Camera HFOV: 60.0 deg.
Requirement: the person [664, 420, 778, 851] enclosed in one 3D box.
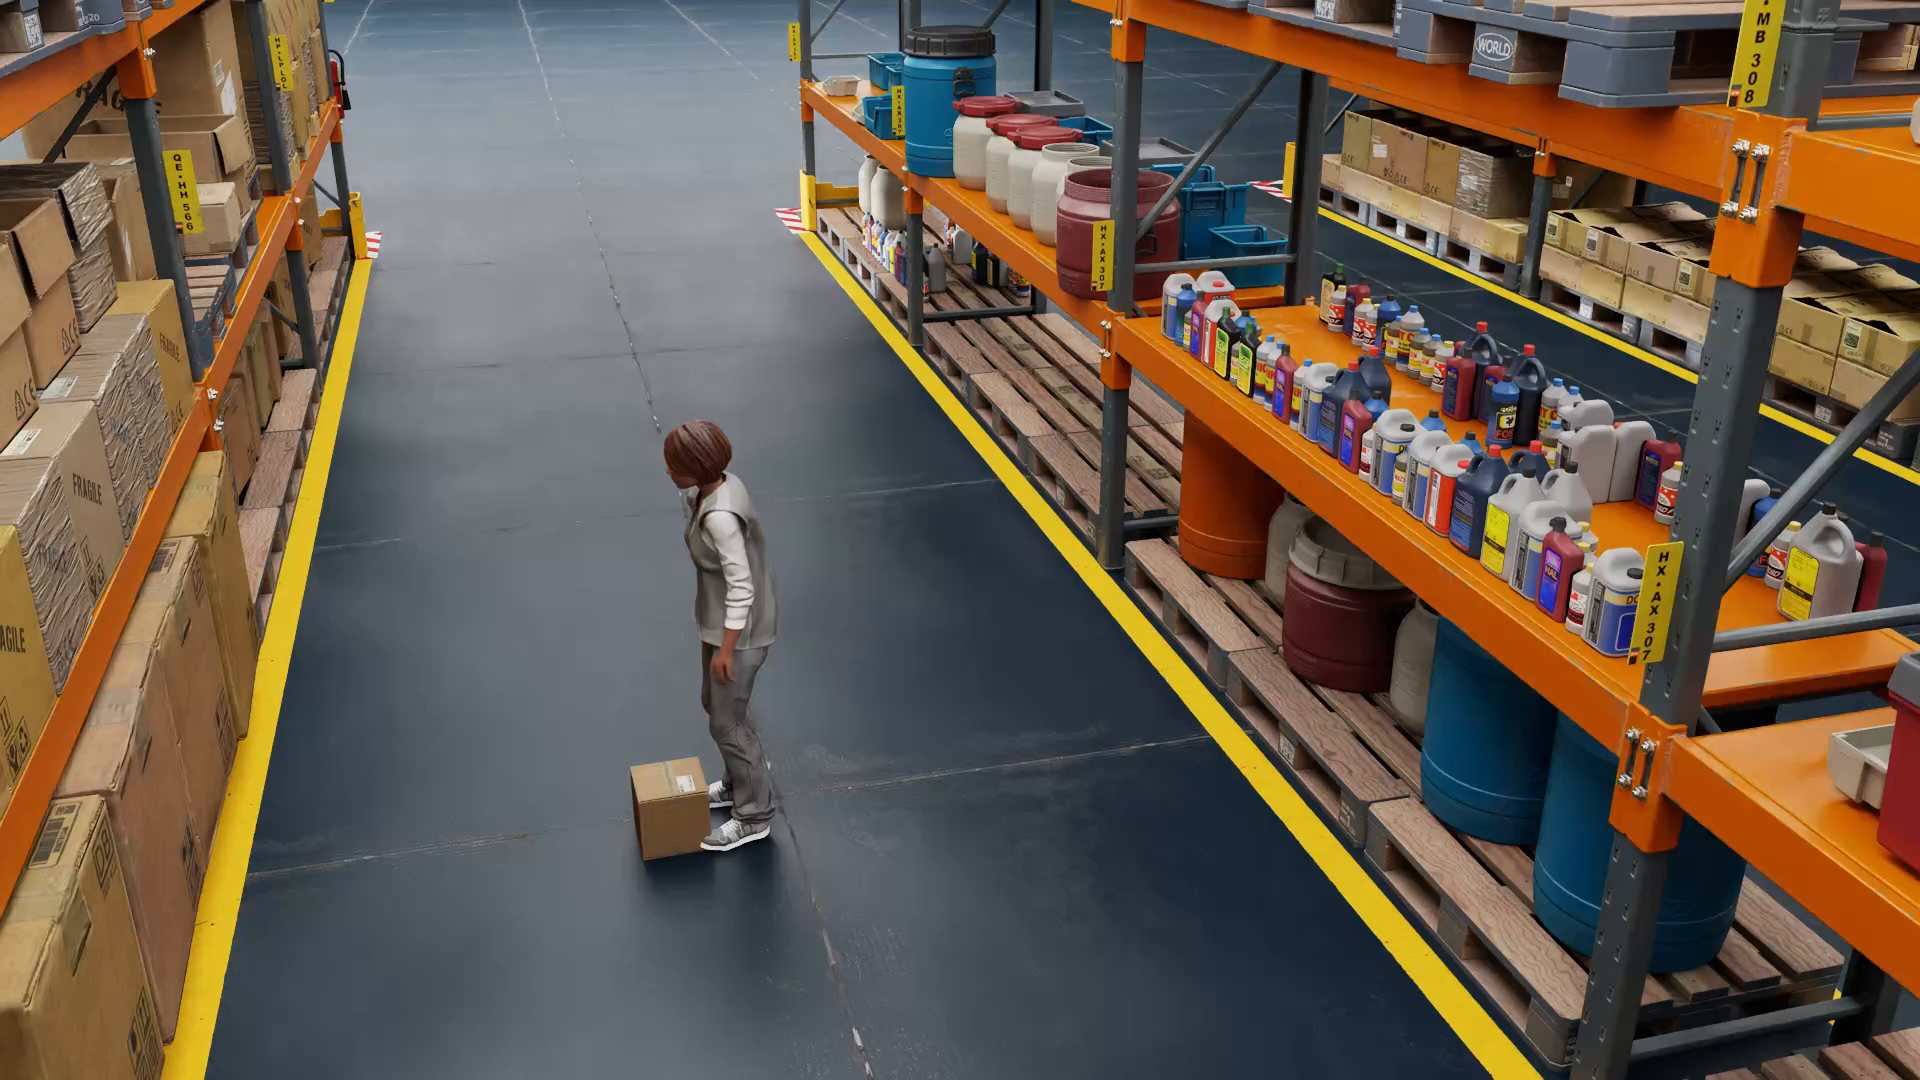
[{"bbox_3d":[-0.822,0.327,5.849,0.345,1.593,0.464,-6,24,-14],"label":"person"}]
